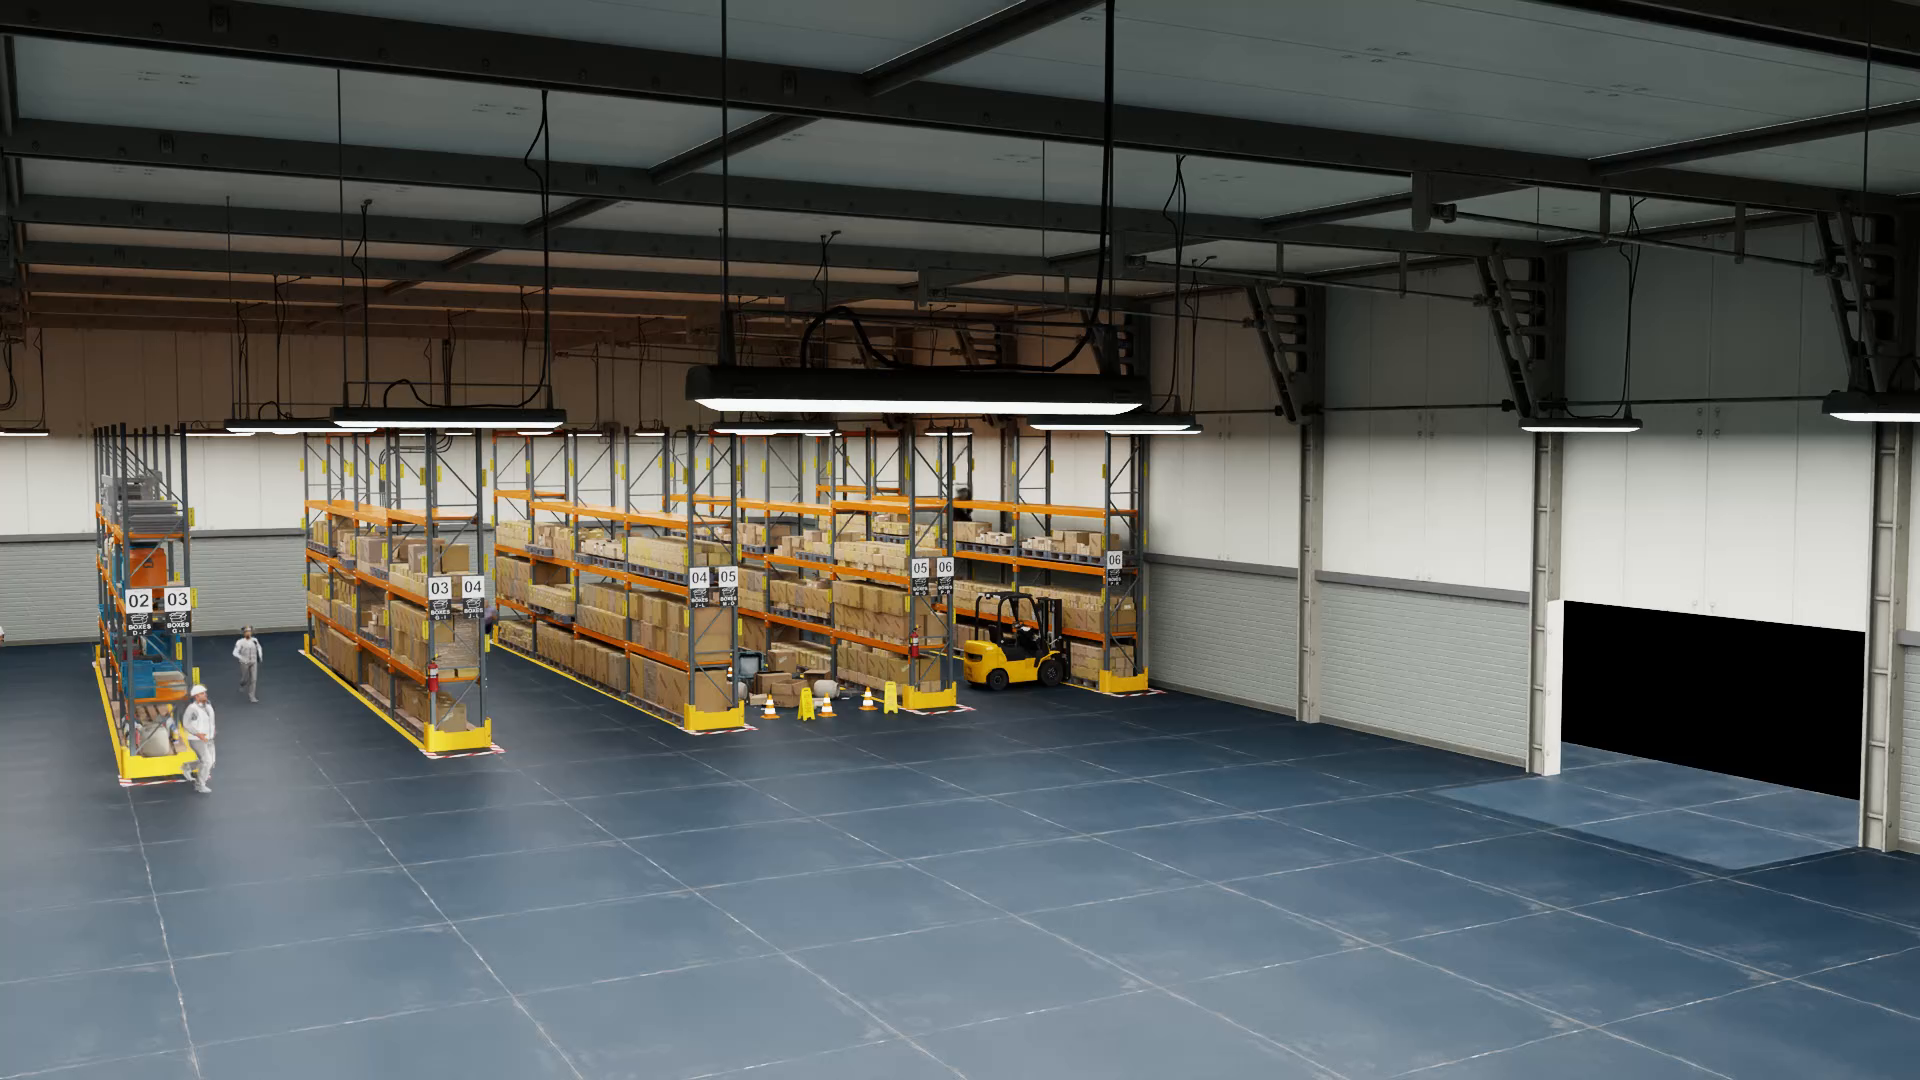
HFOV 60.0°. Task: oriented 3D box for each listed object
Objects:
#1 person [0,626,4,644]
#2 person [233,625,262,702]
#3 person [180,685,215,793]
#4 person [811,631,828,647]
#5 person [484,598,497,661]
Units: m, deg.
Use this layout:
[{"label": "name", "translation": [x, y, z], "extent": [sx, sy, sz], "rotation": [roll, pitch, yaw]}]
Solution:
[{"label": "person", "translation": [-22.612, 2.520, 38.706], "extent": [0.701, 1.719, 0.579], "rotation": [-3, 5, -44]}, {"label": "person", "translation": [-15.564, 2.690, 36.418], "extent": [0.632, 1.661, 0.861], "rotation": [-3, 4, -38]}, {"label": "person", "translation": [-12.426, 3.225, 27.073], "extent": [0.660, 1.759, 0.671], "rotation": [1, 4, 12]}, {"label": "person", "translation": [-3.770, 2.196, 44.755], "extent": [0.555, 1.702, 0.686], "rotation": [-2, 4, -31]}, {"label": "person", "translation": [-12.355, 2.314, 43.154], "extent": [0.597, 1.637, 0.888], "rotation": [-3, 4, -37]}]
